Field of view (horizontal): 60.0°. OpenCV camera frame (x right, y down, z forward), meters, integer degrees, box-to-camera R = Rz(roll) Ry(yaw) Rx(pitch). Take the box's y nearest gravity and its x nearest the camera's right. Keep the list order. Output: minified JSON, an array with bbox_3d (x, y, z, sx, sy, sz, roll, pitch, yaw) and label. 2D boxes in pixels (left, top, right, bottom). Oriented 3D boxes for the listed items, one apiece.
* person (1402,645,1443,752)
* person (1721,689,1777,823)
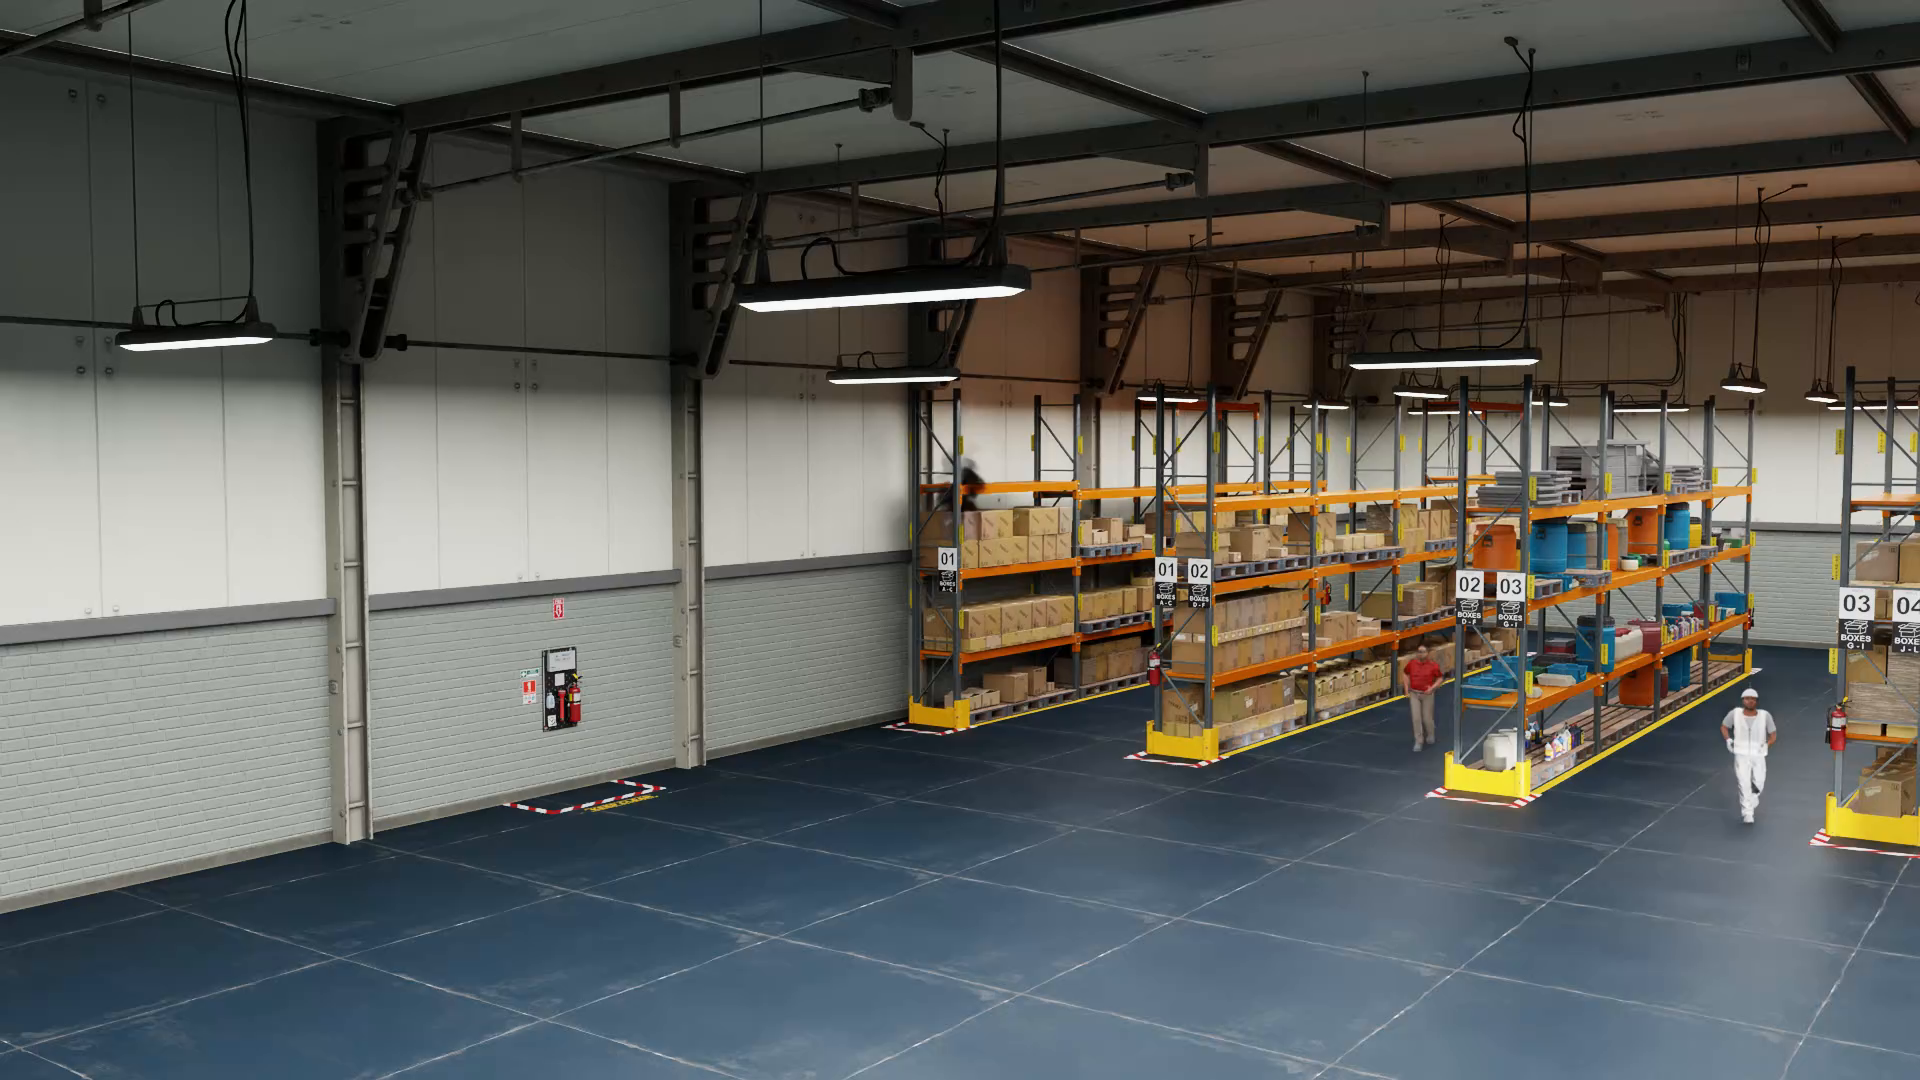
[{"bbox_3d":[7.617,2.594,27.430,0.671,1.713,0.774,1,4,24],"label":"person"},{"bbox_3d":[10.510,2.857,22.161,0.680,1.757,0.822,1,4,24],"label":"person"}]
